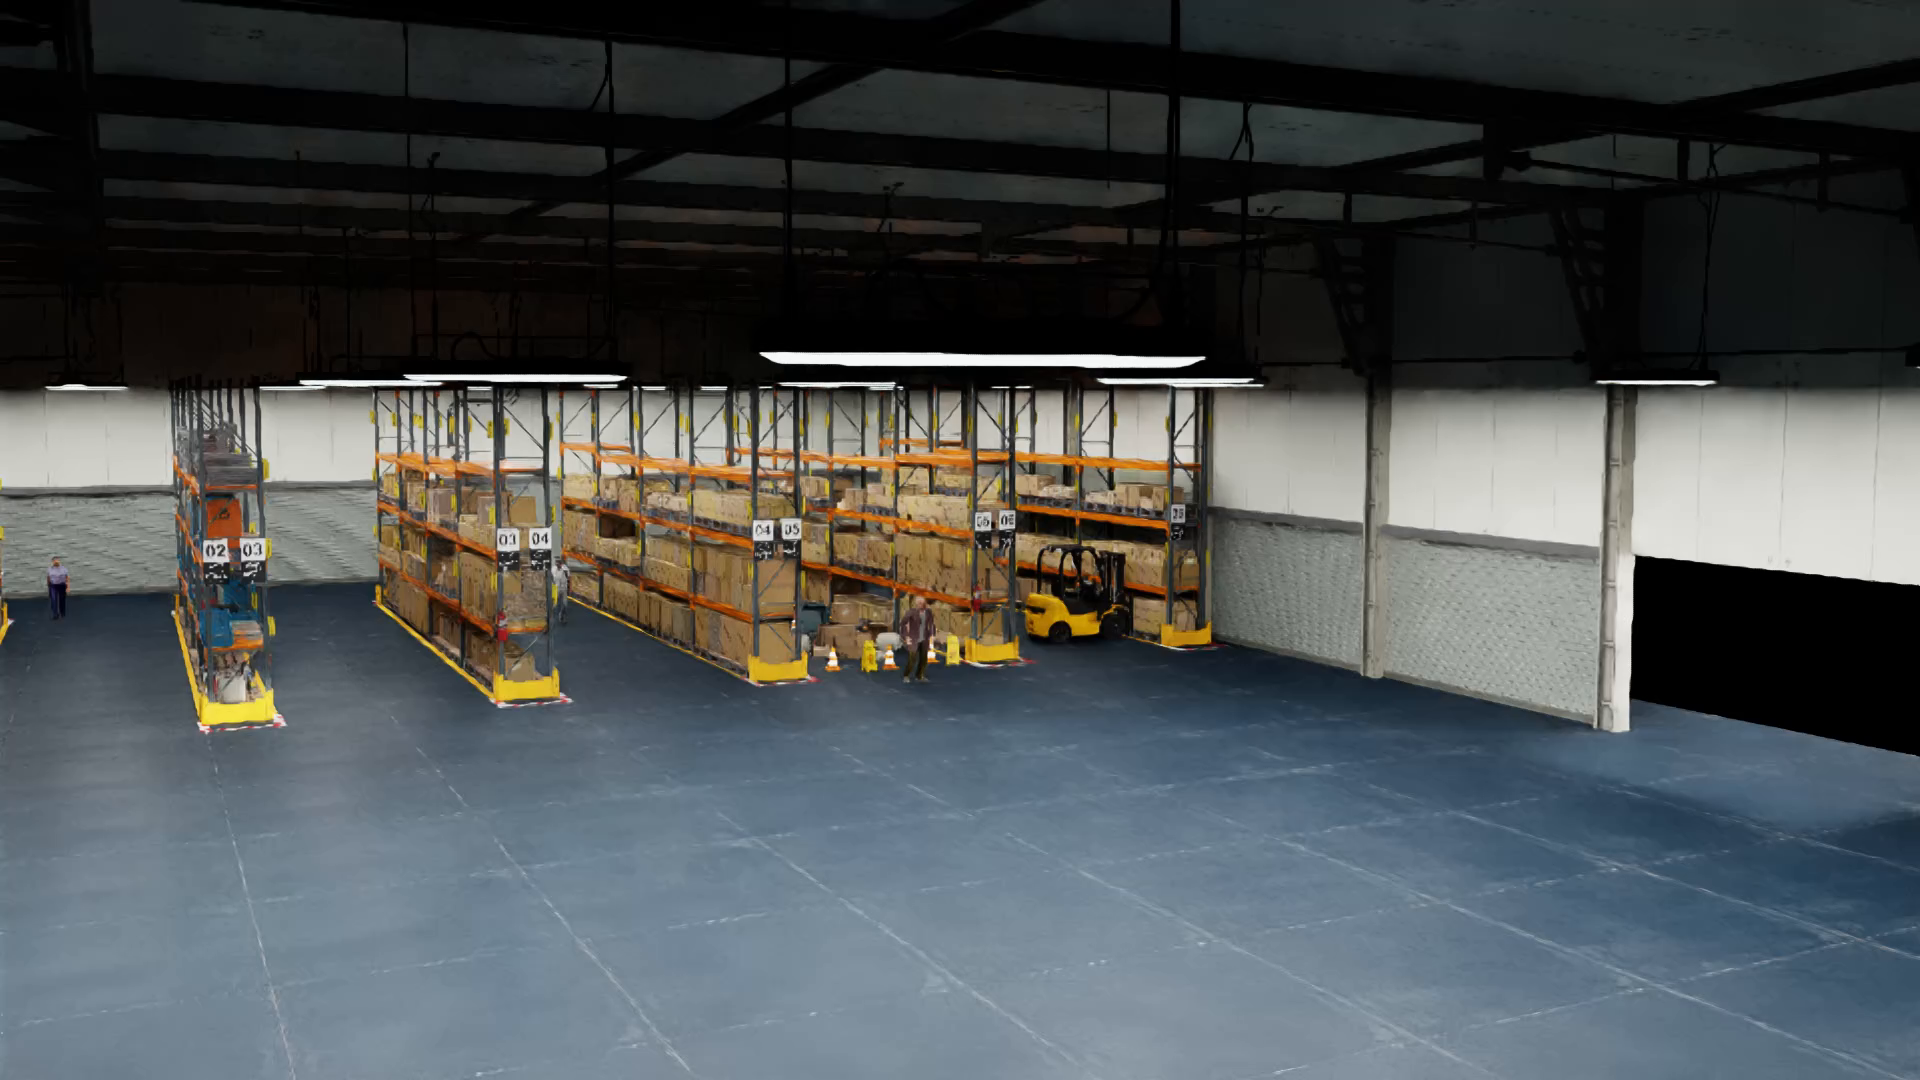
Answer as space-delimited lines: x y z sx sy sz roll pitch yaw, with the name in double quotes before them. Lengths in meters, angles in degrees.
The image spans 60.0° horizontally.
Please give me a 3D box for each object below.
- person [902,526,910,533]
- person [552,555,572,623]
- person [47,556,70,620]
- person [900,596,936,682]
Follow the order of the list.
"person" -1.530 0.398 46.895 0.603 1.717 0.657 -1 5 -7
"person" -9.930 1.217 41.124 0.683 1.714 0.533 -3 6 -28
"person" -22.777 1.189 42.035 0.493 1.589 1.000 -3 6 -28
"person" -0.838 1.948 32.798 0.729 1.733 0.538 -3 6 -27
